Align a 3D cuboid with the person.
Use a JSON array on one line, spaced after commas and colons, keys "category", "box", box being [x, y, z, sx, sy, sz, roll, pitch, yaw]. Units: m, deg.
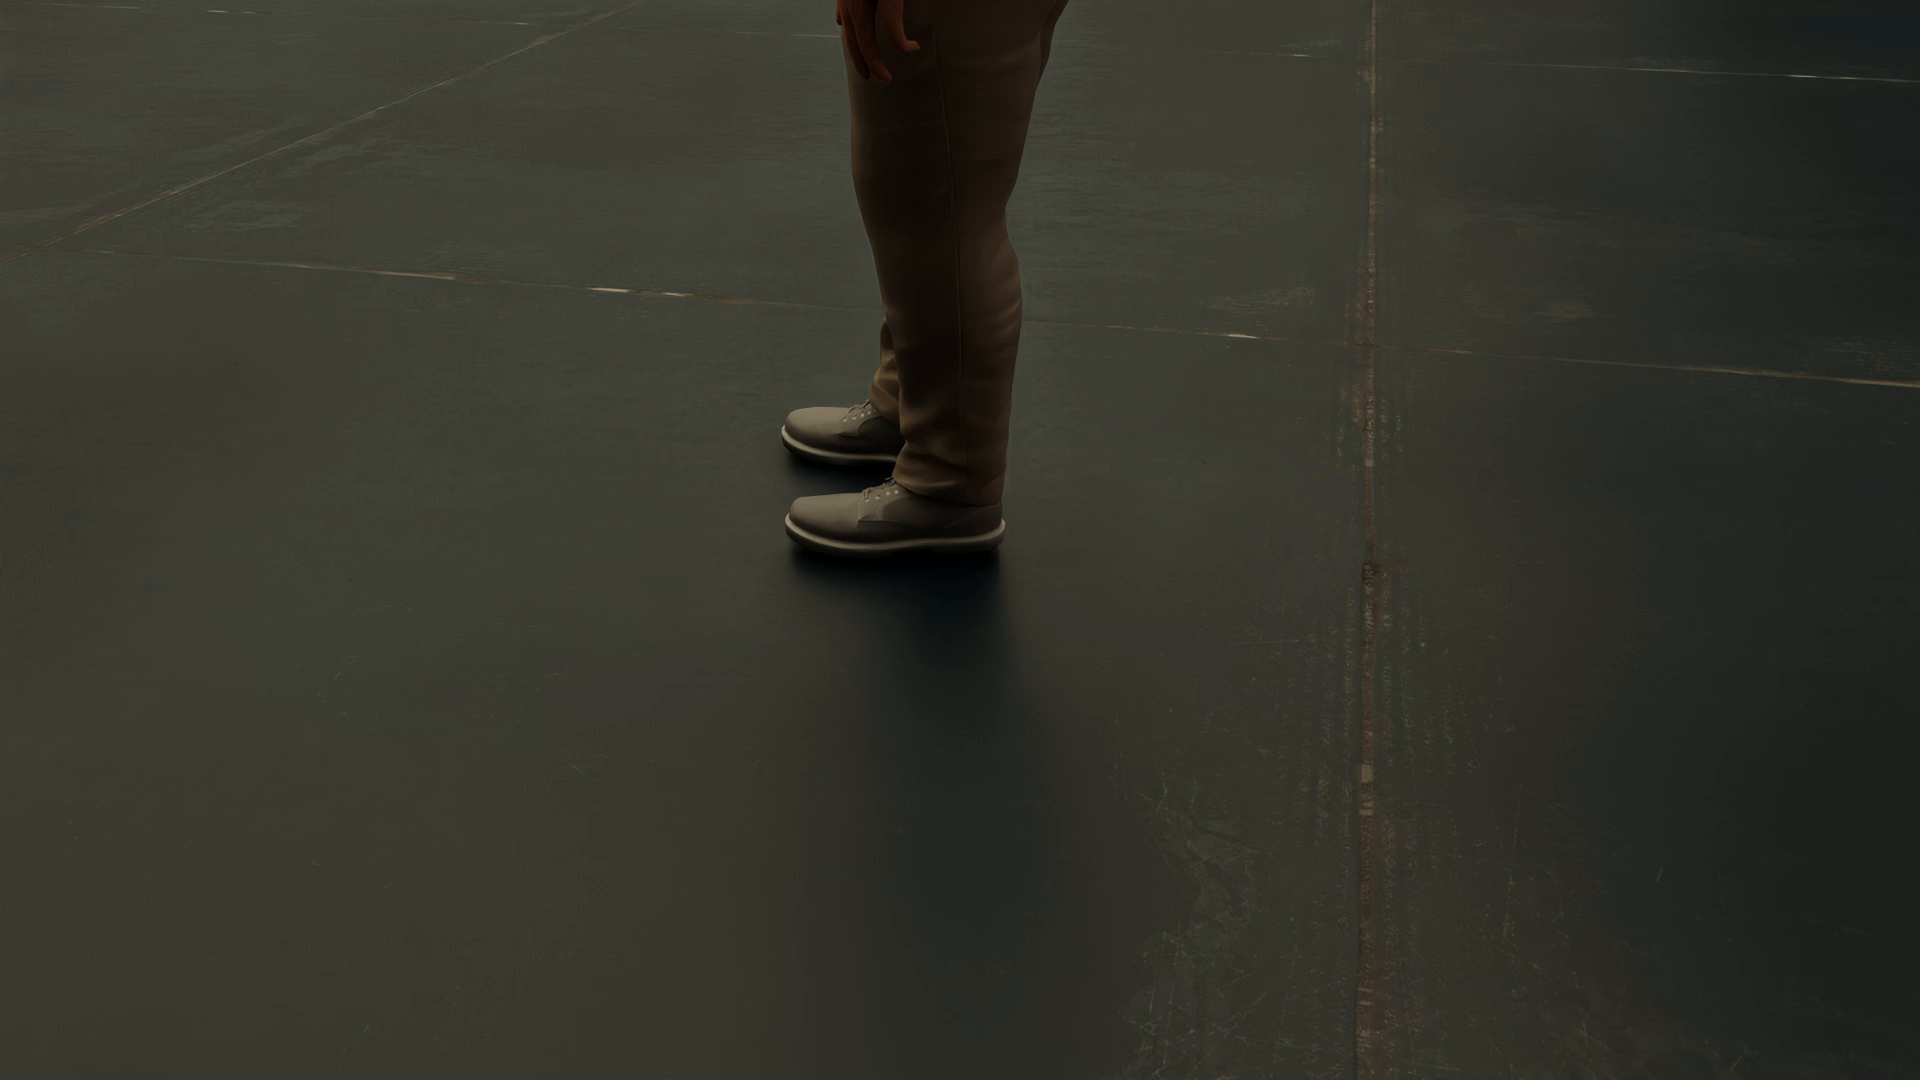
[{"category": "person", "box": [-0.085, -0.793, 2.135, 0.550, 1.728, 0.641, 6, 27, 11]}]
